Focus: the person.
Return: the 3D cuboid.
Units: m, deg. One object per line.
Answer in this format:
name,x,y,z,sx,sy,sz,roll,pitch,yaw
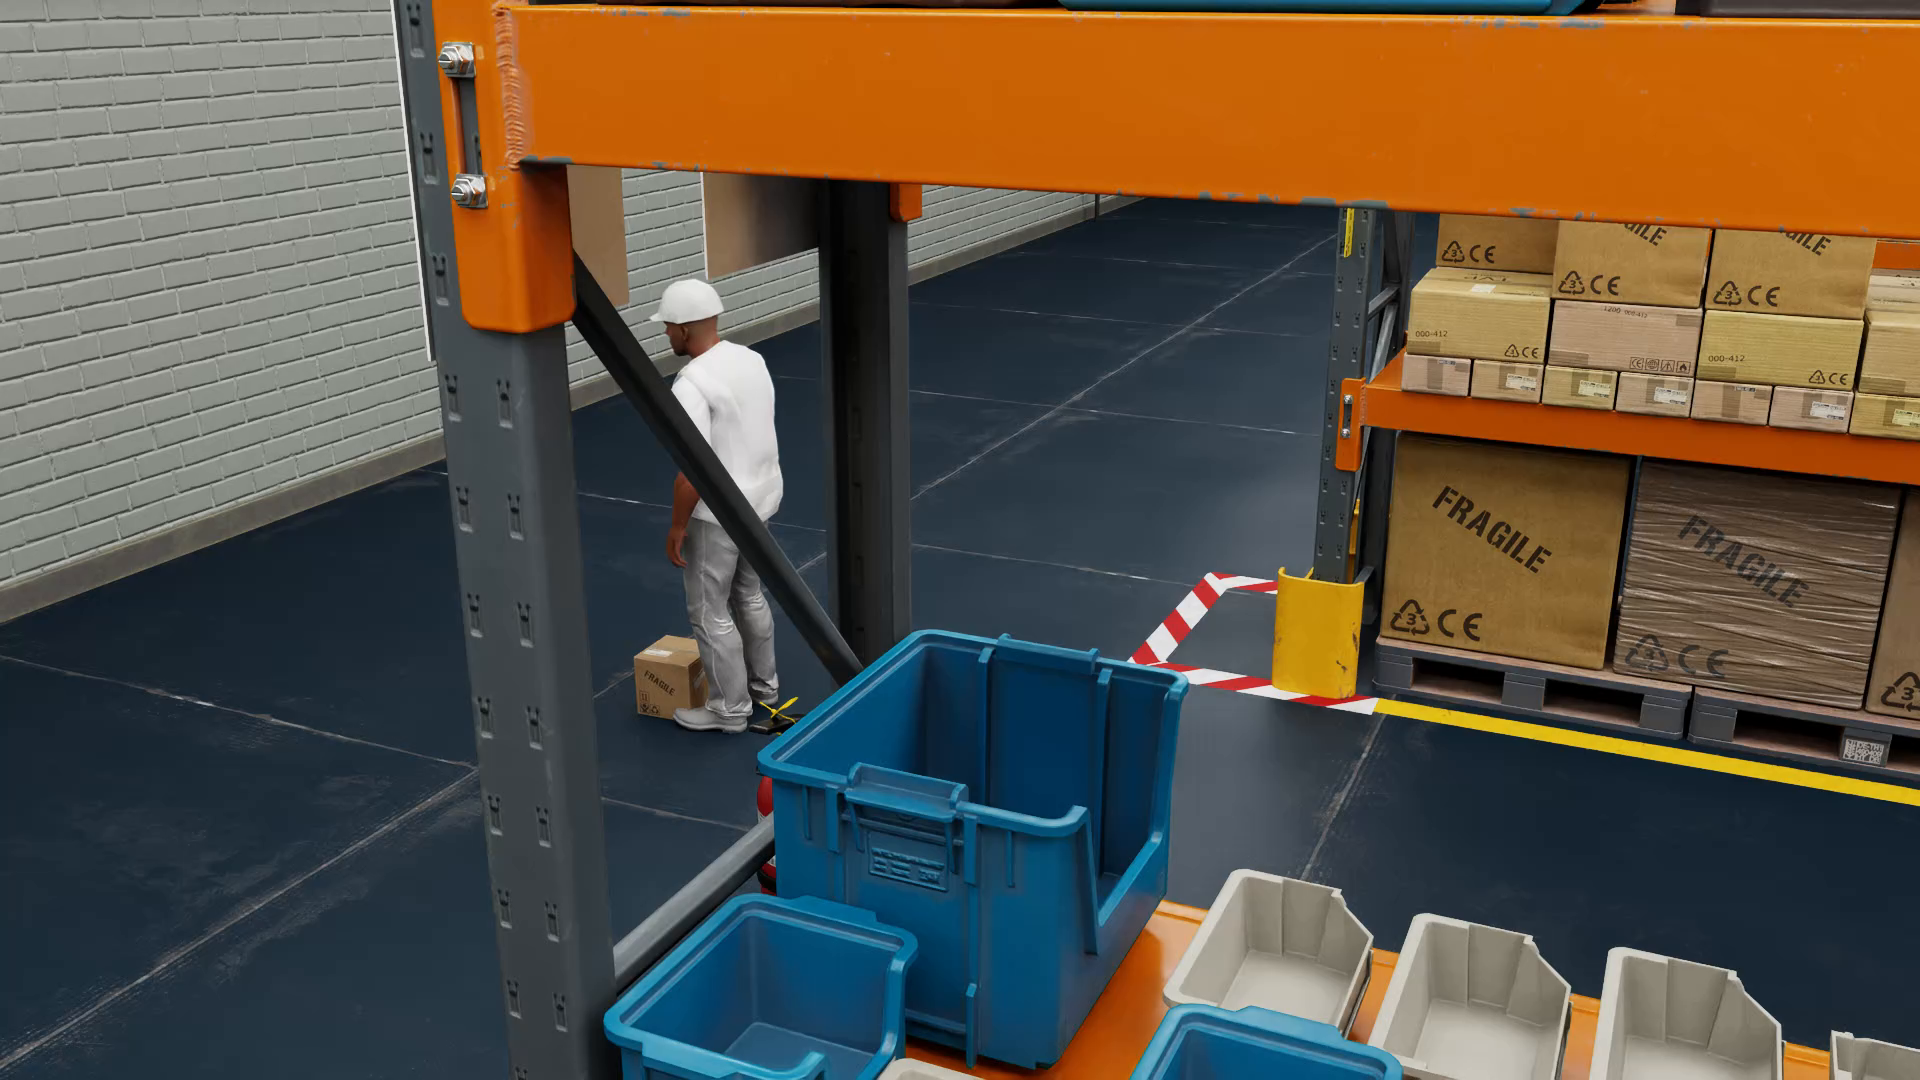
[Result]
person,-0.929,-0.128,6.410,0.461,1.761,0.623,8,21,23
